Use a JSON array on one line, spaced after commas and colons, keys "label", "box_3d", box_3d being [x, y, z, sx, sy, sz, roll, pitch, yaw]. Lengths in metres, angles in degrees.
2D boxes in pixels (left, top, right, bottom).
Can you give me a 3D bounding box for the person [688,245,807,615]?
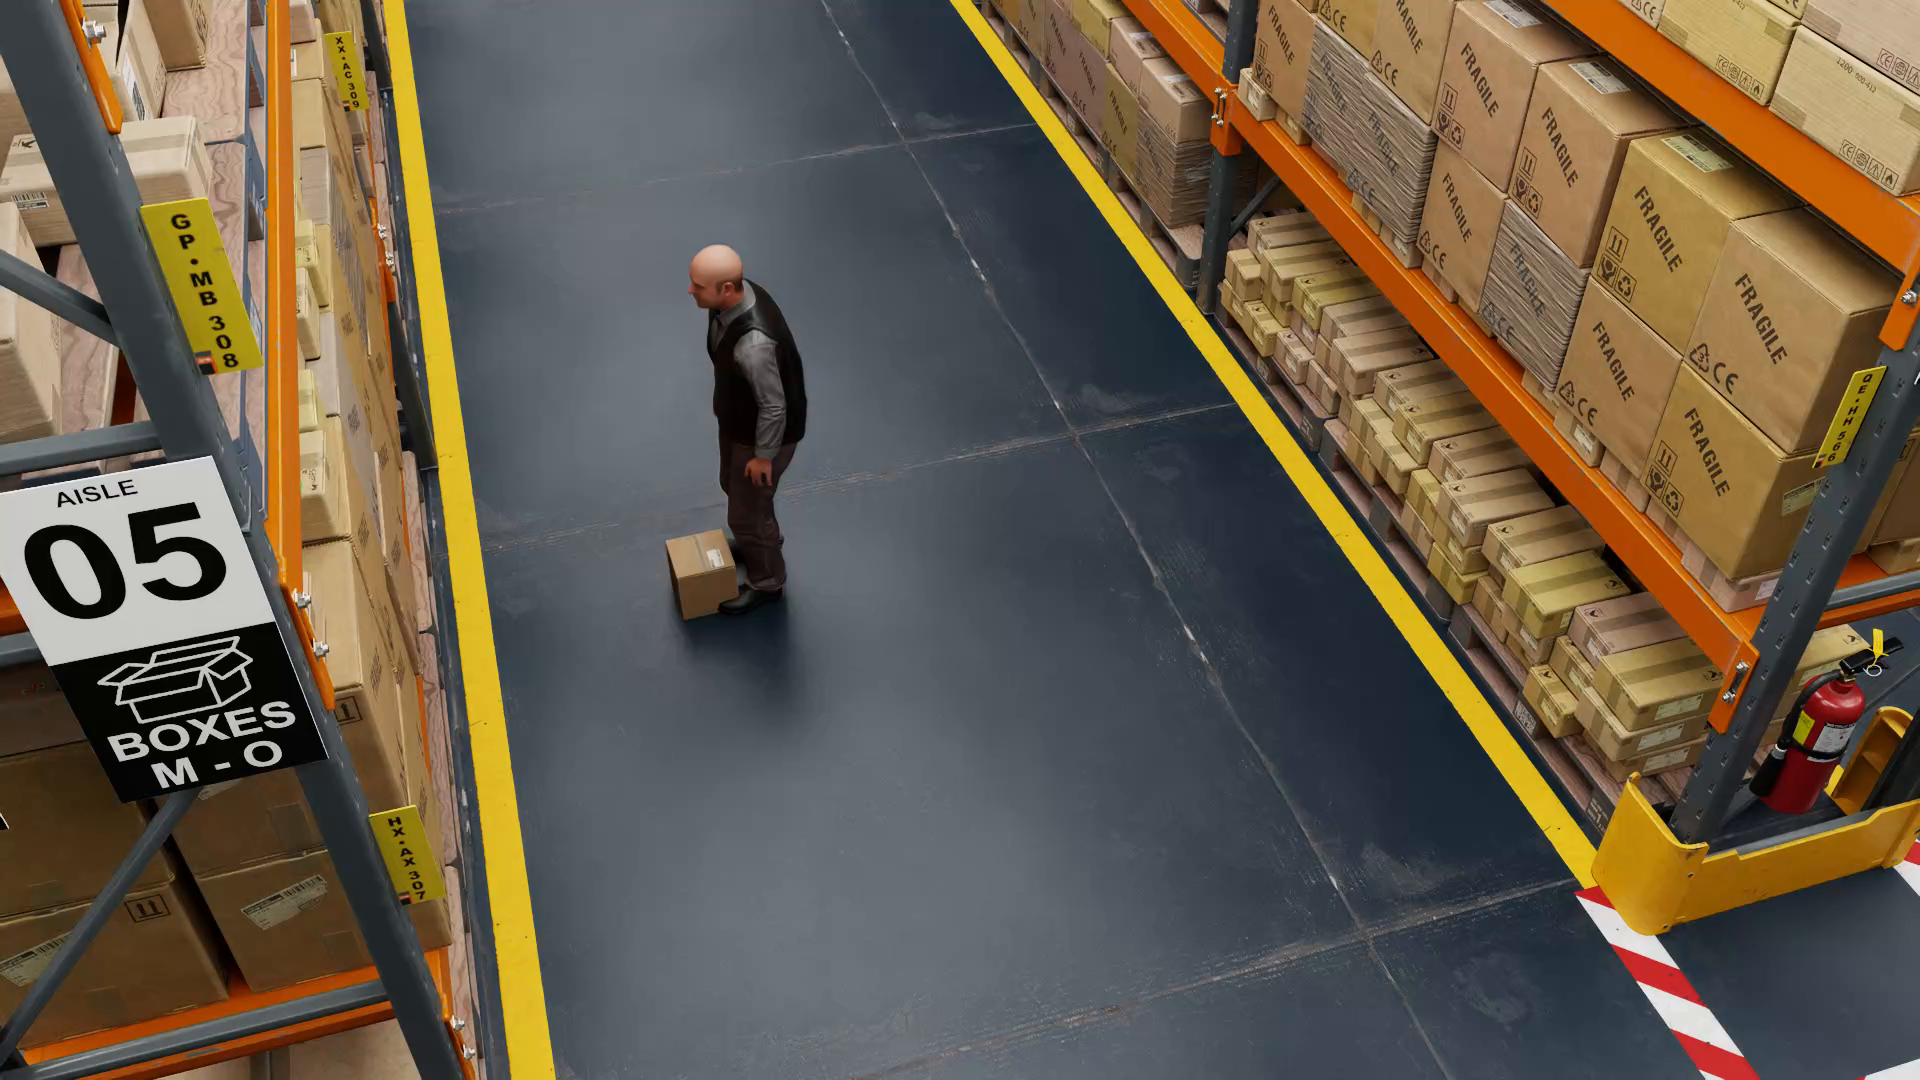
[{"label": "person", "box_3d": [-0.855, -0.453, 6.683, 0.475, 1.719, 0.581, -14, 44, -15]}]
